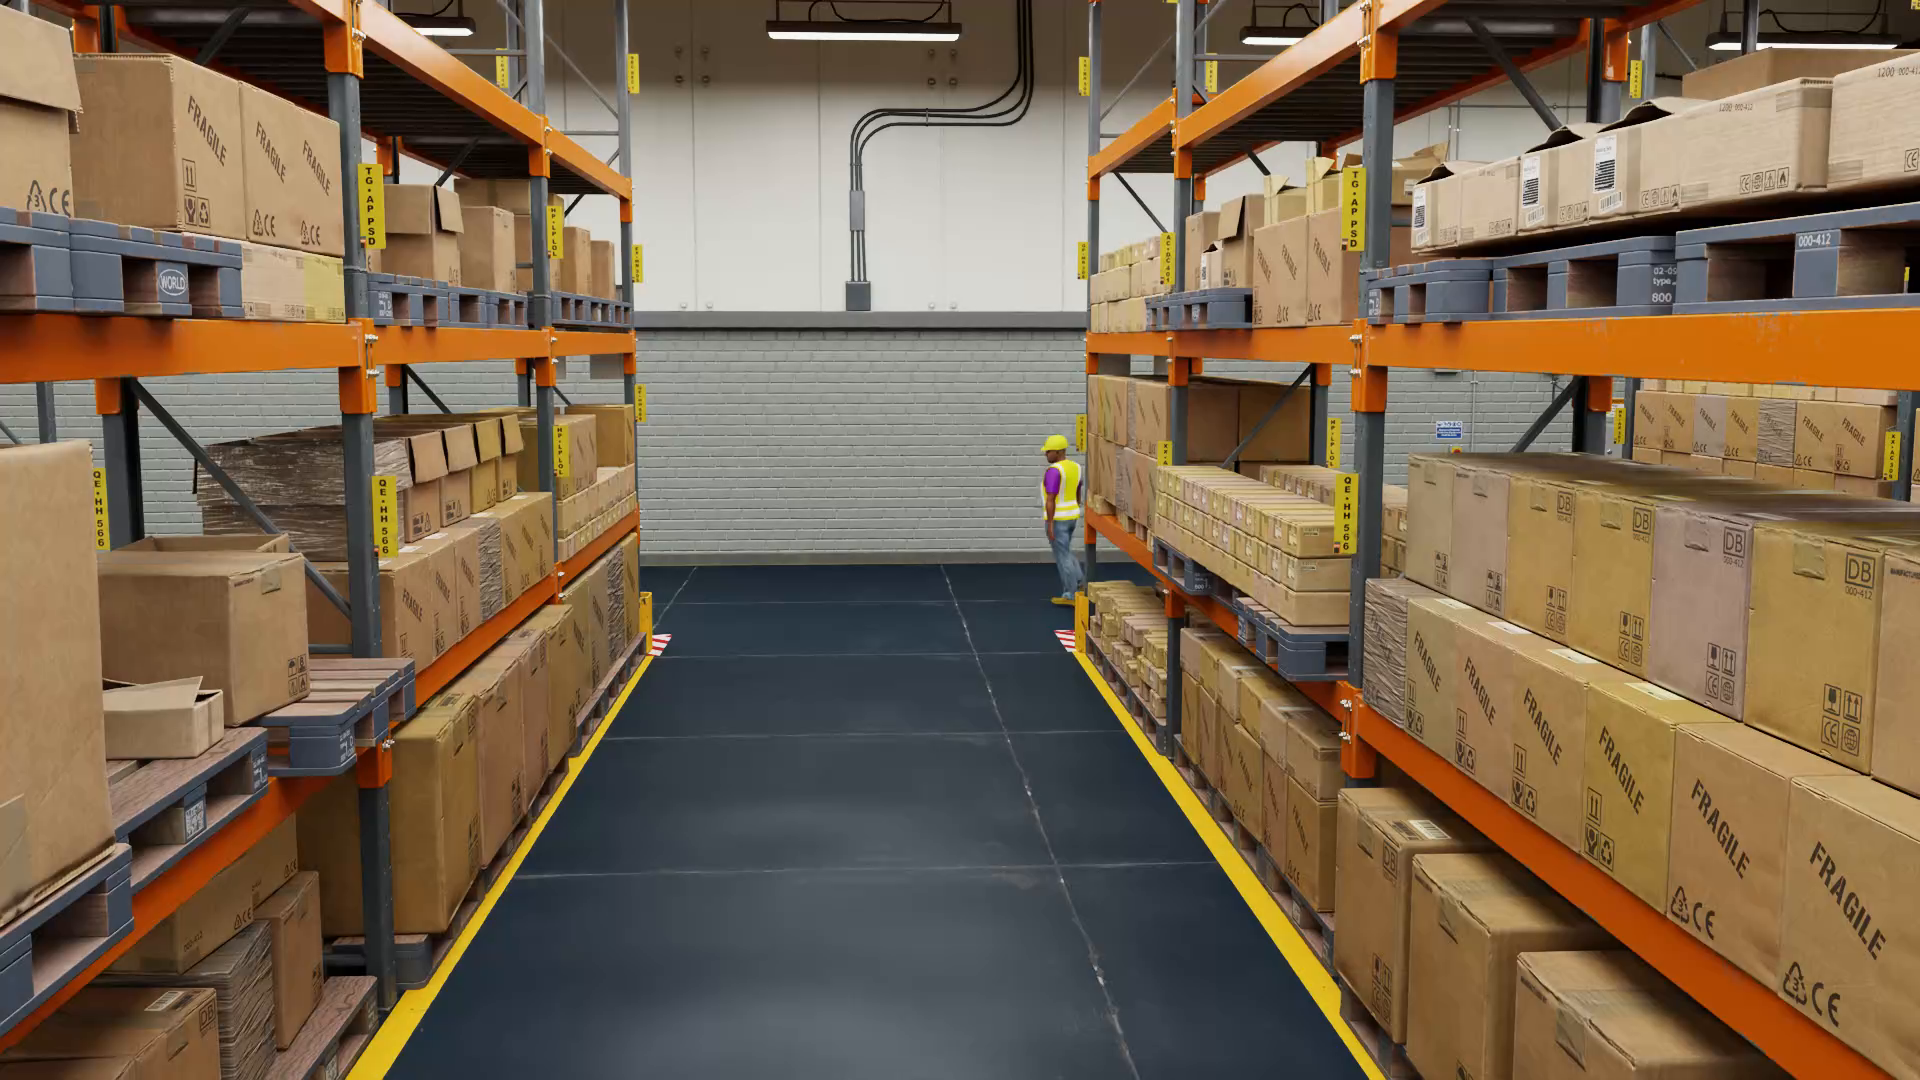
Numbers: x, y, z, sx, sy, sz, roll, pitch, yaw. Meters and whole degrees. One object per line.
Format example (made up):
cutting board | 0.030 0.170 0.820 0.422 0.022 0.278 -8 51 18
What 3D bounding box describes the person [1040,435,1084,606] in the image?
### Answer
person | 1.088 -0.212 17.224 0.453 1.757 0.699 5 8 34
